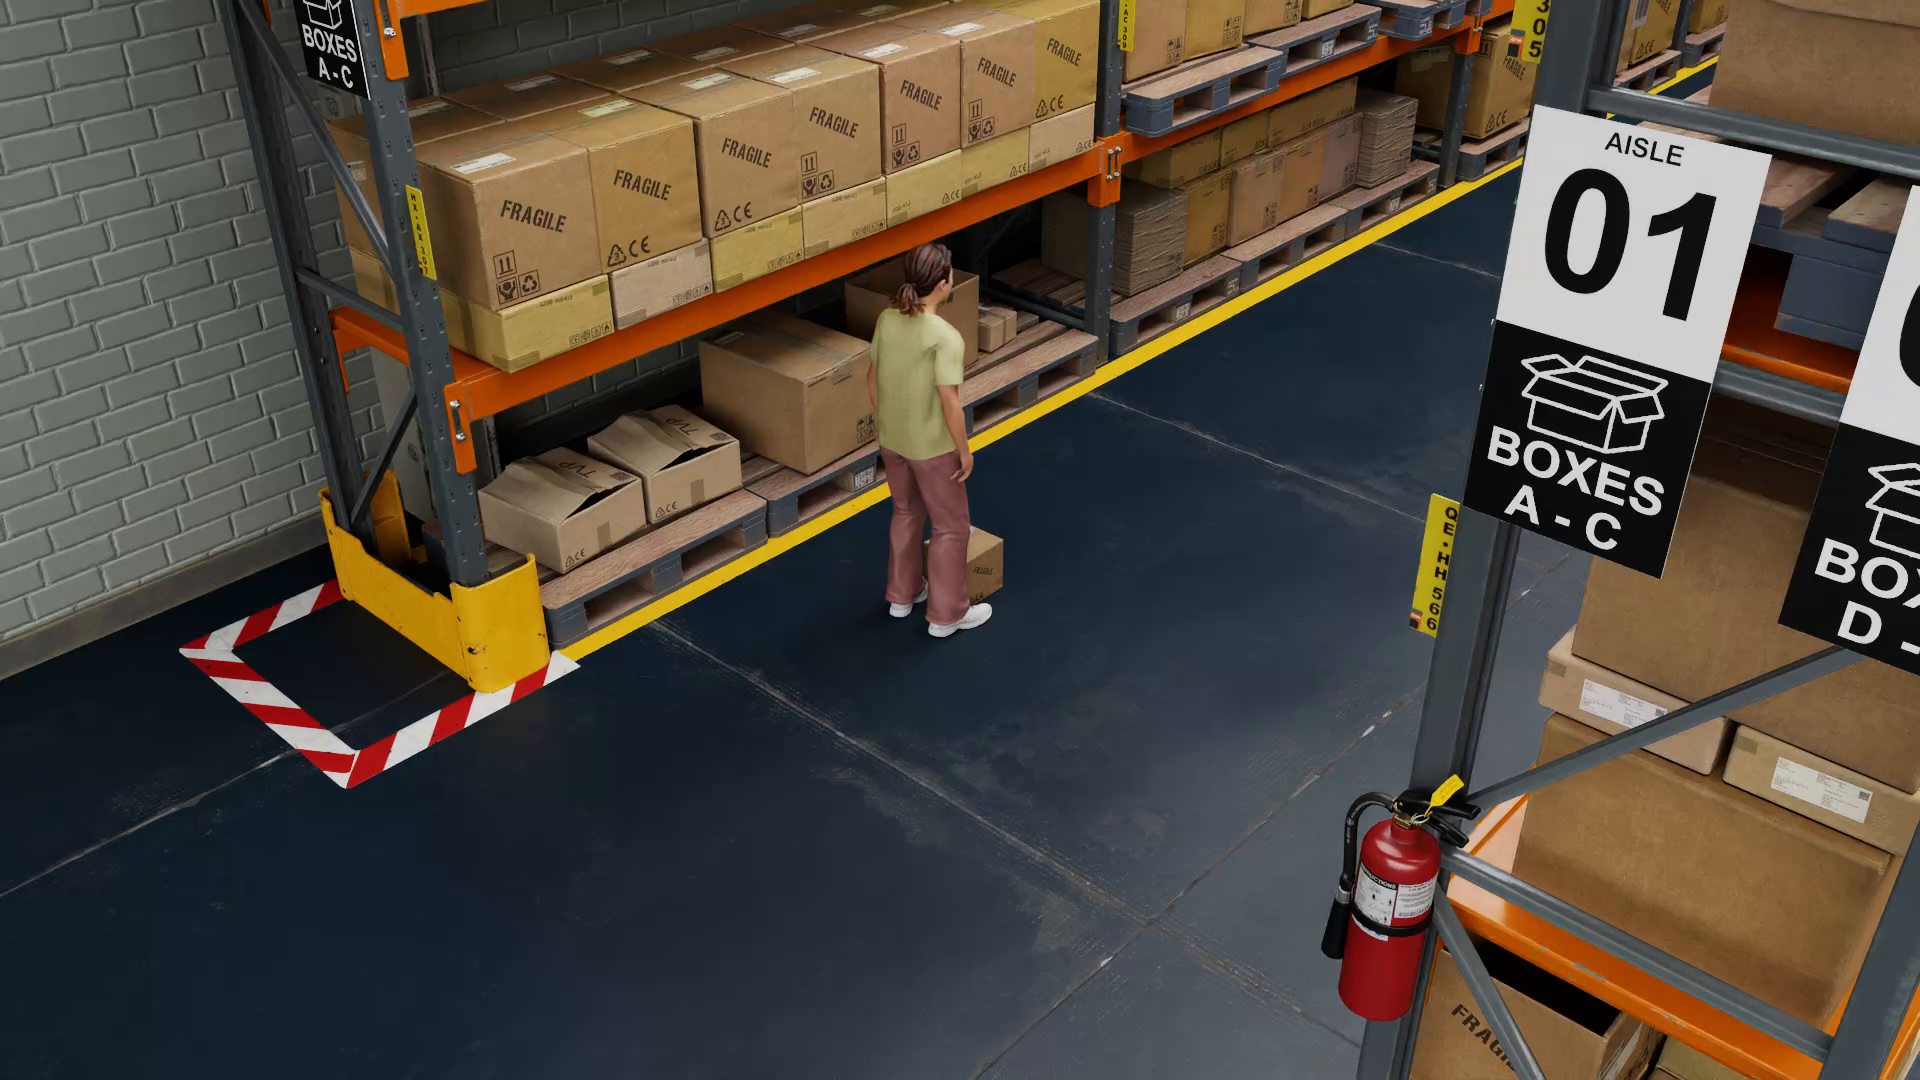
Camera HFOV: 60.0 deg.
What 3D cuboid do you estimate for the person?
[{"bbox_3d":[-0.145,-0.399,6.788,0.500,1.673,0.353,25,39,35],"label":"person"}]
